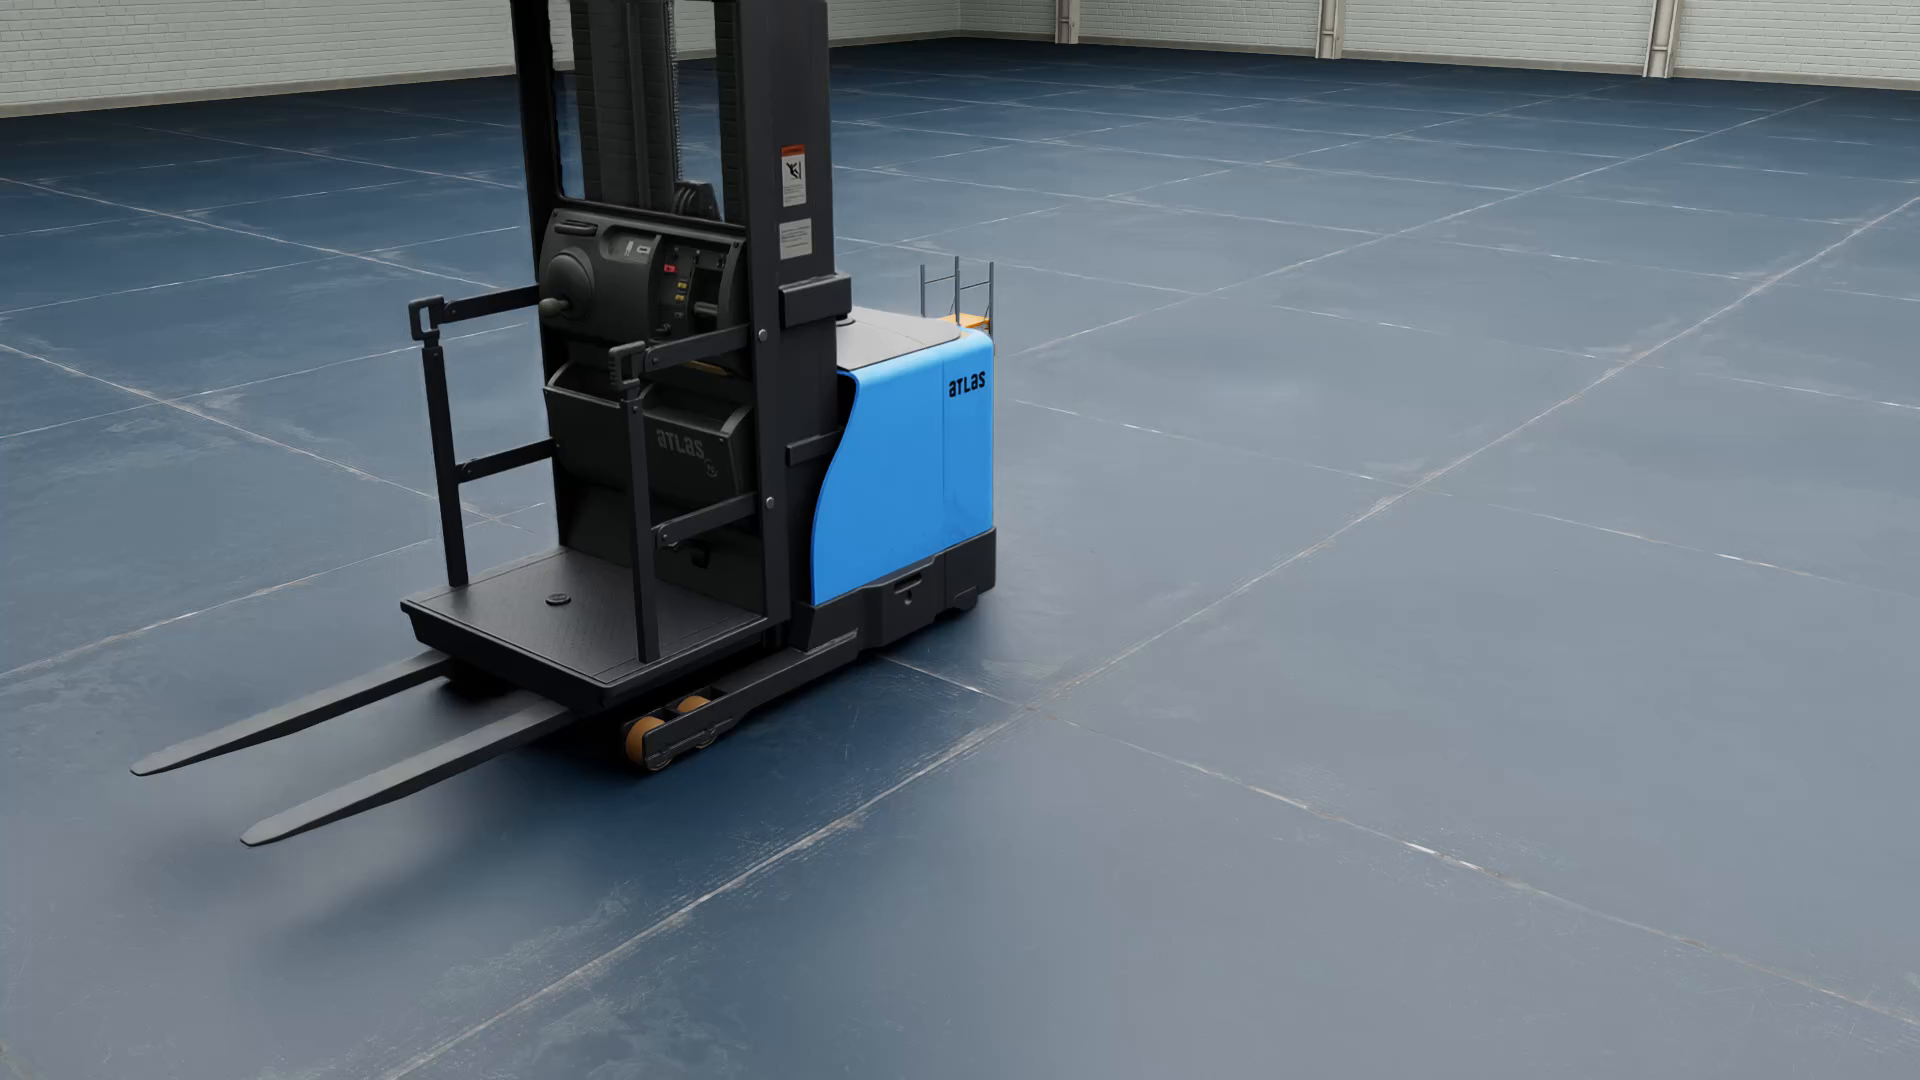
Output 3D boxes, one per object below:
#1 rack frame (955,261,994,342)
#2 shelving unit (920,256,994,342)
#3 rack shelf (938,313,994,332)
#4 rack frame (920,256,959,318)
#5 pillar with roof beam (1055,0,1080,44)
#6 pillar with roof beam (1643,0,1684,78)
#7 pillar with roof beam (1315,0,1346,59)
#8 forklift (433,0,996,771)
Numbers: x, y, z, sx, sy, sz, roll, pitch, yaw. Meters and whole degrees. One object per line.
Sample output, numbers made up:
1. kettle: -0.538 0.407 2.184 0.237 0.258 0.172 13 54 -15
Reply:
1. rack frame: 0.060 -0.544 6.911 0.006 1.200 0.240 16 26 36
2. shelving unit: -0.011 -0.565 6.965 0.189 1.200 0.258 16 26 36
3. rack shelf: -0.011 -0.860 6.854 0.180 0.103 0.258 16 26 36
4. rack frame: -0.082 -0.585 7.019 0.006 1.200 0.240 16 26 36
5. pillar with roof beam: -0.501 -13.359 29.839 0.400 9.000 9.100 16 26 36
6. pillar with roof beam: 8.796 -10.681 22.739 0.400 9.000 9.100 16 26 36
7. pillar with roof beam: 4.148 -12.020 26.289 0.400 9.000 9.100 16 26 36
8. forklift: -1.179 -0.843 5.250 1.130 2.935 3.031 16 26 36
